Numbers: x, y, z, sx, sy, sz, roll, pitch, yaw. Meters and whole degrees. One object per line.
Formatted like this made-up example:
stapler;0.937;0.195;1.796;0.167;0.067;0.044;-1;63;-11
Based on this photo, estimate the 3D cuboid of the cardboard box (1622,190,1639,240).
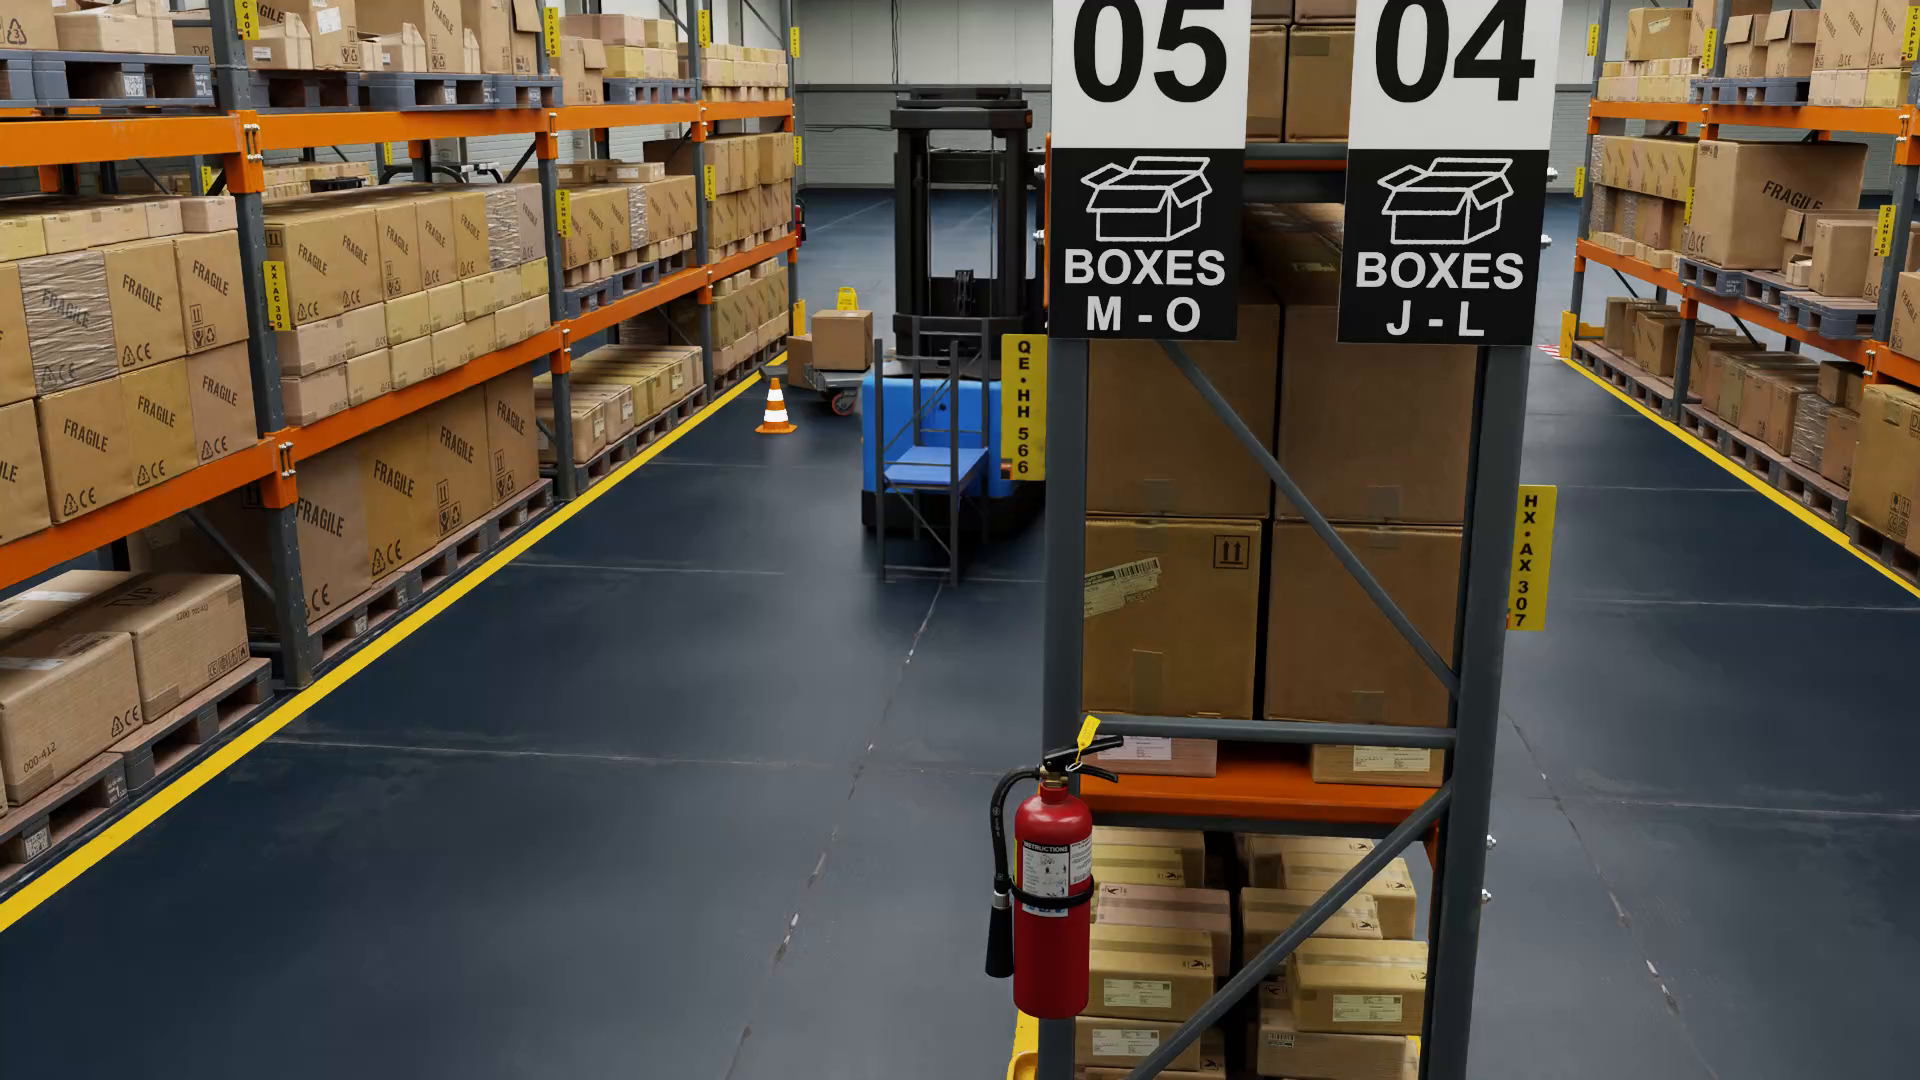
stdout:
cardboard box;7.287;-3.324;16.946;0.875;0.500;0.500;2;15;6

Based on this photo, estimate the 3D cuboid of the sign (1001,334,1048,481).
sign;0.141;-0.291;3.668;0.100;0.325;0.005;2;15;6

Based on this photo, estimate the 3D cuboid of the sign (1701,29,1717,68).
sign;6.421;-4.209;14.246;0.100;0.325;0.005;2;15;6

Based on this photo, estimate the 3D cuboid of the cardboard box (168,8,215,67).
cardboard box;-3.897;-2.557;8.493;0.500;0.311;0.500;2;15;6

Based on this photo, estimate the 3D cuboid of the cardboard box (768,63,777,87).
cardboard box;-2.296;-5.076;18.157;0.500;0.250;0.500;1;15;5

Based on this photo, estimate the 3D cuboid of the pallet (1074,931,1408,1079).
pallet;0.826;1.559;4.993;1.003;0.211;1.213;2;15;6

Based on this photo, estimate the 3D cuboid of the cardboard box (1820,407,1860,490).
cardboard box;6.566;-0.641;11.730;0.700;0.500;0.500;1;15;3

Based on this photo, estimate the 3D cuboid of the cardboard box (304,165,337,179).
cardboard box;-7.218;-4.112;18.617;0.380;0.149;0.250;2;15;8

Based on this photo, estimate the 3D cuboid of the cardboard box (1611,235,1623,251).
cardboard box;7.010;-3.088;17.318;0.380;0.149;0.250;2;15;6

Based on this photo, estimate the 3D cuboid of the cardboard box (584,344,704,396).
cardboard box;-2.942;-1.588;15.518;0.950;0.372;0.625;2;15;7

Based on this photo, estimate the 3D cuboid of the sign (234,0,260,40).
sign;-3.237;-2.435;7.531;0.100;0.325;0.005;2;15;6

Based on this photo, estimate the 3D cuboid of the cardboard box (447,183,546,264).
cardboard box;-3.135;-2.141;11.228;0.500;0.500;0.500;1;15;5

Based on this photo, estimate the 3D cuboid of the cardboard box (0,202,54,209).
cardboard box;-4.082;-1.350;7.059;0.380;0.149;0.250;2;15;6

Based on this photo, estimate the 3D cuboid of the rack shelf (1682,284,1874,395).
rack shelf;6.735;-1.632;12.829;1.077;0.370;4.000;2;15;6

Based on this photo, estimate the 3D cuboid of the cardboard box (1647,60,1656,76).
cardboard box;6.989;-4.636;16.339;0.380;0.149;0.250;2;15;6

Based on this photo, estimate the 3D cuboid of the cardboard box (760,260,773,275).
cardboard box;-2.272;-3.000;18.294;0.380;0.149;0.250;2;15;7

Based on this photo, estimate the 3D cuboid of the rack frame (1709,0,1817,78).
rack frame;6.961;-5.394;13.870;1.000;3.000;0.127;2;15;6

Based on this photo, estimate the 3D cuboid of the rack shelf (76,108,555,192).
rack shelf;-3.563;-2.334;9.680;1.077;0.370;4.000;2;15;6

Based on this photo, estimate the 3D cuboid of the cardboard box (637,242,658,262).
cardboard box;-2.799;-2.465;14.210;0.380;0.149;0.250;2;15;6

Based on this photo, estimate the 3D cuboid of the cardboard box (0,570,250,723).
cardboard box;-3.966;0.479;7.748;0.875;0.438;0.875;1;15;5

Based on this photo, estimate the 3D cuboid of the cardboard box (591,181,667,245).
cardboard box;-2.829;-2.795;14.188;0.500;0.500;0.500;2;15;8

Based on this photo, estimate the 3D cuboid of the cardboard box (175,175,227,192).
cardboard box;-7.487;-3.514;16.407;0.380;0.149;0.250;2;15;7

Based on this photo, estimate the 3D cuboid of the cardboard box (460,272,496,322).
cardboard box;-3.231;-1.522;10.373;0.500;0.250;0.500;1;15;5

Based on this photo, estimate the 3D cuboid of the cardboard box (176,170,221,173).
cardboard box;-7.981;-3.798;17.457;0.380;0.149;0.250;1;15;5

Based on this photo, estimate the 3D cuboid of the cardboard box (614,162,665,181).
cardboard box;-2.778;-3.192;14.411;0.380;0.149;0.250;1;15;5

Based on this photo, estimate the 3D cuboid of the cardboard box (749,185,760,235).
cardboard box;-2.419;-3.480;17.523;0.500;0.500;0.500;2;15;7

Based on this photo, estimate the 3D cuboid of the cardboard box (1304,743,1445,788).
cardboard box;1.052;0.489;4.088;0.380;0.149;0.250;2;15;6

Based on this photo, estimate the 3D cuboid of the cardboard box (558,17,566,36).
cardboard box;-3.396;-4.340;14.245;0.500;0.250;0.500;1;15;5

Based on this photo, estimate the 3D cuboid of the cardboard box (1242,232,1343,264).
cardboard box;1.190;-0.739;5.470;0.500;0.500;0.500;1;15;4

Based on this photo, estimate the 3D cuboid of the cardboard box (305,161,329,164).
cardboard box;-7.617;-4.397;19.671;0.380;0.149;0.250;1;15;5

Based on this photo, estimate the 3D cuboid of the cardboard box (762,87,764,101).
cardboard box;-2.351;-4.856;18.109;0.380;0.149;0.250;2;15;7

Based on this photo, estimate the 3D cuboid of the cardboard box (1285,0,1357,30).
cardboard box;0.999;-1.284;3.745;0.500;0.250;0.500;2;15;7

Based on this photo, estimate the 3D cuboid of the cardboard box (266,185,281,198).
cardboard box;-7.359;-3.637;17.431;0.380;0.149;0.250;2;15;6

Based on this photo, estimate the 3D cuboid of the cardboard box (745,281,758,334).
cardboard box;-2.442;-2.446;17.487;0.500;0.500;0.500;3;15;9

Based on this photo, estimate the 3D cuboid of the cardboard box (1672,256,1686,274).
cardboard box;6.731;-2.506;15.163;0.380;0.149;0.250;2;15;6

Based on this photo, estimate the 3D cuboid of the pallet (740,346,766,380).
pallet;-2.710;-1.936;17.918;1.003;0.211;1.213;2;15;6

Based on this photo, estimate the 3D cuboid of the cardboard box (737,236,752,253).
cardboard box;-2.378;-3.072;17.259;0.380;0.149;0.250;2;15;7

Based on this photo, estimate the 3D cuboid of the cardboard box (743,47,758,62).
cardboard box;-2.319;-5.044;17.275;0.380;0.149;0.250;2;15;8

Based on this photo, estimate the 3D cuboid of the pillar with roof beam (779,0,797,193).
pillar with roof beam;-0.678;-14.368;47.060;9.100;9.000;0.400;2;15;6

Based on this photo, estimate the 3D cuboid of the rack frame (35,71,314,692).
rack frame;-3.788;-0.715;8.059;1.000;3.000;0.127;2;15;6

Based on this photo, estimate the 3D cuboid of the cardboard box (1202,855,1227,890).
cardboard box;0.656;1.125;5.341;0.380;0.149;0.250;2;15;6

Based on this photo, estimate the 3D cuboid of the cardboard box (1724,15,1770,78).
cardboard box;6.810;-4.079;13.753;0.797;0.503;0.637;1;15;3

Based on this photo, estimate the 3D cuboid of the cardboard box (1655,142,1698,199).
cardboard box;6.794;-3.427;15.412;0.500;0.500;0.500;2;15;6

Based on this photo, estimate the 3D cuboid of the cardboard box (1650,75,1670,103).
cardboard box;6.875;-4.267;15.736;0.500;0.250;0.500;2;15;6

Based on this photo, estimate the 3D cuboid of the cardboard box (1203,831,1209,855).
cardboard box;0.722;1.071;6.111;0.380;0.149;0.250;2;15;8

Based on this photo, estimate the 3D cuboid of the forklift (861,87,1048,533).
forklift;0.123;-1.802;12.212;1.130;2.935;3.031;3;15;11

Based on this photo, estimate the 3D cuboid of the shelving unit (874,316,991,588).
shelving unit;-0.159;-0.579;10.432;0.538;1.500;1.048;3;15;11

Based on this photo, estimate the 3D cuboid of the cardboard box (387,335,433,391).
cardboard box;-3.346;-1.016;9.459;0.500;0.250;0.500;2;15;6

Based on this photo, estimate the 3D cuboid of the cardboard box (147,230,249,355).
cardboard box;-3.567;-1.115;7.433;0.500;0.500;0.500;2;15;6

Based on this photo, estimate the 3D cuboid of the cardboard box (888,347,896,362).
cardboard box;-0.575;-2.052;18.465;0.380;0.149;0.250;11;19;35

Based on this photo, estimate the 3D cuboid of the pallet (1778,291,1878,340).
pallet;6.484;-1.556;11.537;1.213;0.211;1.003;2;15;6

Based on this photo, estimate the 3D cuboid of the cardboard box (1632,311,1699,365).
cardboard box;7.203;-2.052;16.989;0.500;0.500;0.500;3;15;11

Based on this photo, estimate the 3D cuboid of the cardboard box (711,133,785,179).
cardboard box;-2.339;-4.232;18.389;0.700;0.500;0.500;2;15;7

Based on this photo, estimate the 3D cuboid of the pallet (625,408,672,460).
pallet;-3.107;-0.924;14.176;1.003;0.211;1.213;2;15;6
